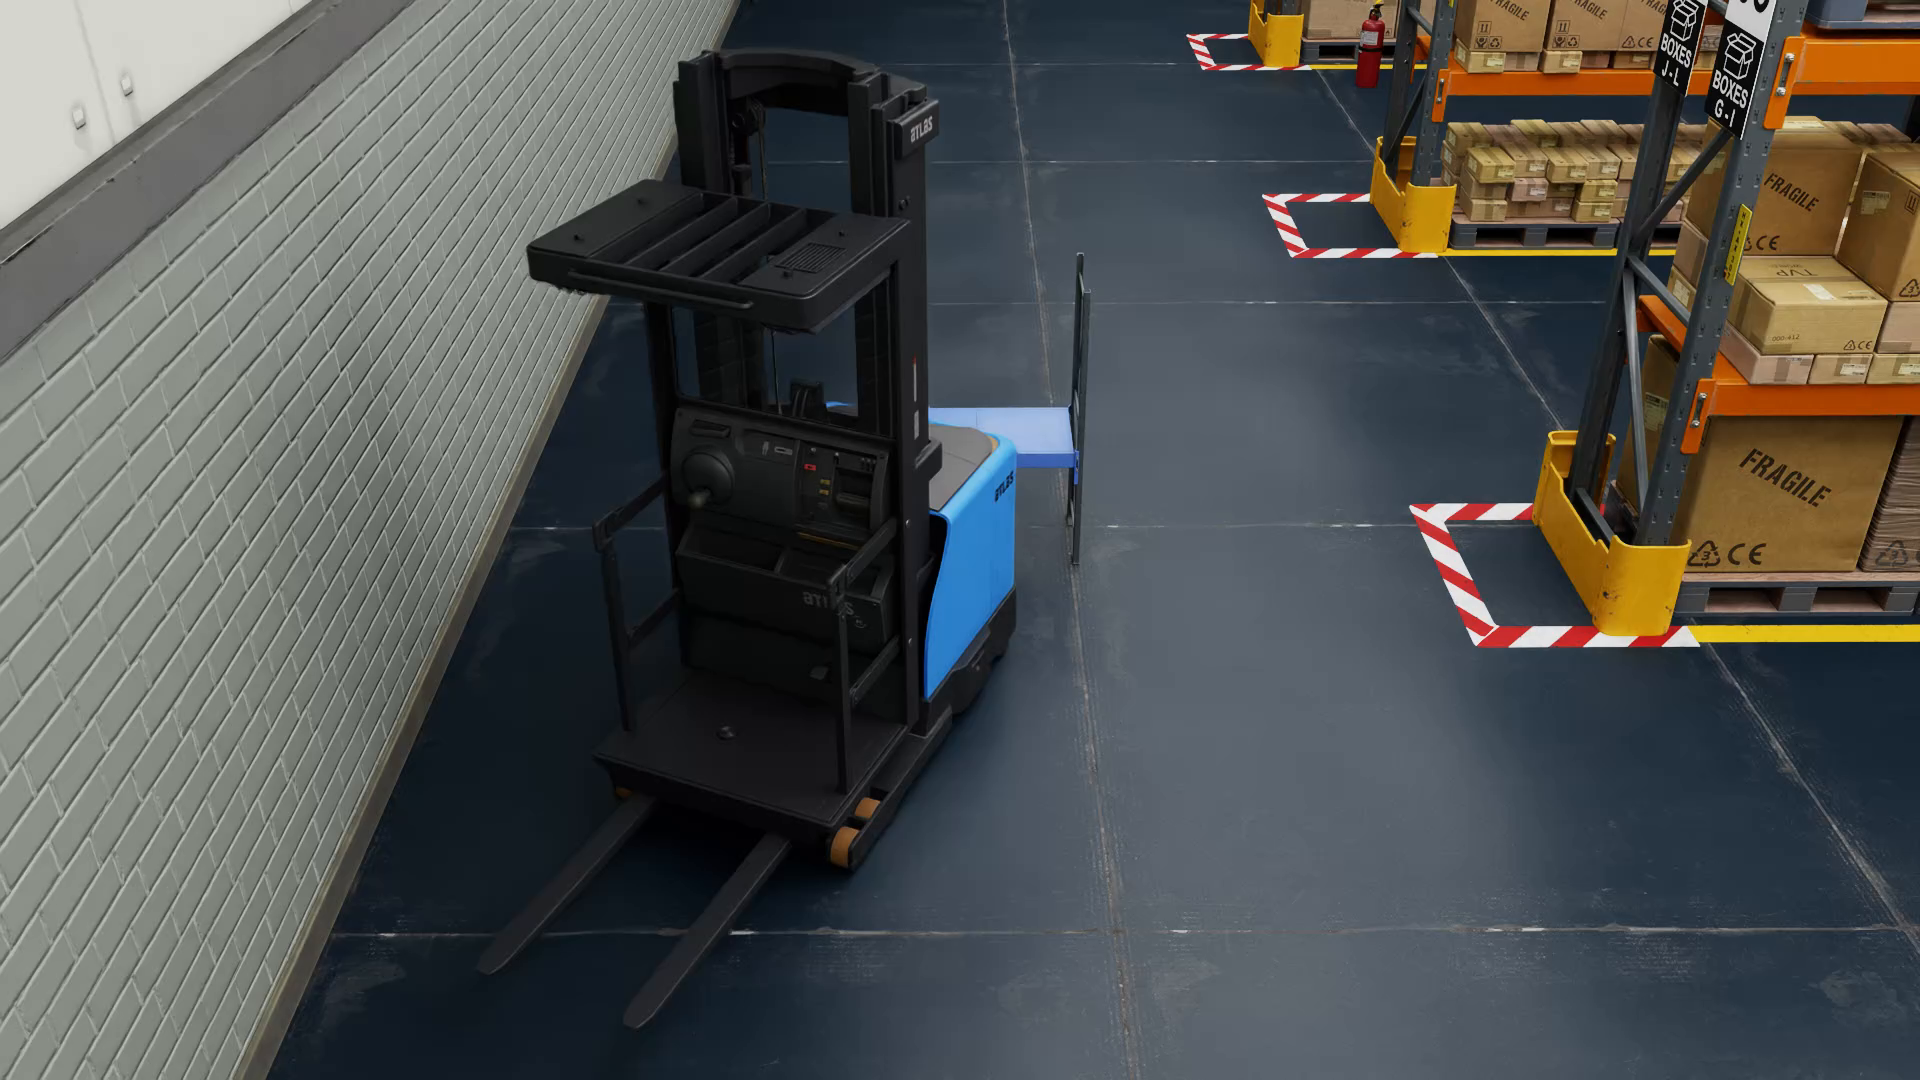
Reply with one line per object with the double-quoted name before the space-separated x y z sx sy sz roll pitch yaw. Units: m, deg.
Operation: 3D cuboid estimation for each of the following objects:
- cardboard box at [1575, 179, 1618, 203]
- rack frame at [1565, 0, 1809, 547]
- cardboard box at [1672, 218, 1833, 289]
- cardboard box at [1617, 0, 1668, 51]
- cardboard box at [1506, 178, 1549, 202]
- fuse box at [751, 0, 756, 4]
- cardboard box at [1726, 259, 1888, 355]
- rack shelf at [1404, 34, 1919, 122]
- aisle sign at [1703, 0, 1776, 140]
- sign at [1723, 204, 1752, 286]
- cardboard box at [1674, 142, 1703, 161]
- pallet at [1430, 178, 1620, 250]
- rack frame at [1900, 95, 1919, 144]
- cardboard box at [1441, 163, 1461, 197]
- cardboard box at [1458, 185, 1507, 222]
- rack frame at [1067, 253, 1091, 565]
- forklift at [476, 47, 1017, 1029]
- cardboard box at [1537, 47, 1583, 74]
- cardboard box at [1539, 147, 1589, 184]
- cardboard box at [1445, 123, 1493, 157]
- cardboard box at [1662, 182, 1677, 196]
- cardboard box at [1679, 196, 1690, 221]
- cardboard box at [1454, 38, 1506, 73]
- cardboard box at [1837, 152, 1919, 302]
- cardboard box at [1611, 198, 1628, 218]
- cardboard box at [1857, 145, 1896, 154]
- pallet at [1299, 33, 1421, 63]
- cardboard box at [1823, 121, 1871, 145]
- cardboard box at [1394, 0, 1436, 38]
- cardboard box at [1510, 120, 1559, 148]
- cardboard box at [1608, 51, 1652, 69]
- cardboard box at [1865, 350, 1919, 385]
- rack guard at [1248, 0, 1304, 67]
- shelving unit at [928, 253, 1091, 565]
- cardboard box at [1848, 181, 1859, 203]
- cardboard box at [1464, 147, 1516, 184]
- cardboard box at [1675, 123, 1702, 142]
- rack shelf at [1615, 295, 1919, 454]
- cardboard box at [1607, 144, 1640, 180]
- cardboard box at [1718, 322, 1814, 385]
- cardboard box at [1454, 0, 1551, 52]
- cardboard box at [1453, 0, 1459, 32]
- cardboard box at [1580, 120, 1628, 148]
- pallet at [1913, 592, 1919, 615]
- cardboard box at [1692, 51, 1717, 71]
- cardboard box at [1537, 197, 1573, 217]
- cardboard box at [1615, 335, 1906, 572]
"cardboard box" 4.642 -2.616 12.227 0.250 0.149 0.380 1 31 1
"rack frame" 3.270 -1.124 7.710 0.127 3.000 1.000 0 31 0
"cardboard box" 3.753 -1.326 7.902 0.500 0.250 0.500 -1 31 -1
"cardboard box" 4.817 -3.735 11.631 0.500 0.500 0.500 0 31 0
"cardboard box" 4.141 -2.625 12.241 0.250 0.149 0.380 0 31 -1
"fuse box" -2.295 -6.774 18.265 0.414 1.711 0.539 0 31 0
"cardboard box" 3.752 -1.048 7.444 0.500 0.250 0.500 -1 31 -2
"rack shelf" 5.341 -3.396 12.148 4.000 0.370 1.077 0 31 0
"aisle sign" 3.200 -2.079 6.779 0.004 0.787 0.394 0 31 0
"sign" 3.267 -1.240 6.991 0.005 0.325 0.100 0 31 0
"cardboard box" 5.434 -2.802 12.247 0.250 0.149 0.380 0 31 0
"pallet" 4.230 -2.489 12.649 1.213 0.211 1.003 0 31 0
"rack frame" 7.341 -3.709 11.972 0.127 3.000 1.000 0 31 0
"cardboard box" 3.866 -2.767 12.763 0.250 0.149 0.380 0 31 1
"cardboard box" 3.867 -2.493 12.311 0.250 0.149 0.380 0 31 1
"rack frame" 0.594 -0.643 8.364 0.032 1.500 0.500 0 31 0
"forklift" -0.788 -0.203 6.259 1.130 2.935 3.031 13 34 20
"cardboard box" 4.191 -3.416 11.730 0.250 0.149 0.380 -1 31 -2
"cardboard box" 4.395 -2.735 12.136 0.250 0.149 0.380 0 31 0
"cardboard box" 3.869 -3.045 12.647 0.250 0.149 0.380 0 31 0
"cardboard box" 5.178 -2.688 12.346 0.250 0.149 0.380 1 31 2
"cardboard box" 5.414 -2.505 12.330 0.250 0.149 0.380 0 31 0
"cardboard box" 3.667 -3.420 11.738 0.250 0.149 0.380 0 31 -1
"cardboard box" 4.252 -1.370 7.252 0.500 0.500 0.500 -1 31 -1
"cardboard box" 4.887 -2.535 12.380 0.250 0.149 0.380 0 31 0
"cardboard box" 6.732 -2.767 12.189 0.250 0.149 0.380 0 31 0
"pallet" 4.009 -5.115 16.977 1.213 0.211 1.003 0 31 0
"cardboard box" 6.720 -3.061 12.673 0.250 0.149 0.380 1 31 2
"cardboard box" 4.785 -5.409 16.839 0.875 0.438 0.875 1 31 1
"cardboard box" 4.379 -3.083 12.709 0.250 0.149 0.380 -1 31 -1
"cardboard box" 4.721 -3.476 11.829 0.250 0.149 0.380 0 31 -1
"cardboard box" 4.140 -0.849 7.500 0.250 0.149 0.380 -1 31 -1
"rack guard" 3.186 -5.195 16.831 0.348 0.500 1.175 0 31 0
"shelving unit" 0.085 -0.641 8.361 1.048 1.500 0.538 0 31 0
"cardboard box" 6.490 -2.614 12.224 0.250 0.149 0.380 -1 31 -2
"cardboard box" 3.867 -2.737 12.140 0.250 0.149 0.380 -2 31 -3
"cardboard box" 5.433 -3.039 12.637 0.250 0.149 0.380 0 31 0
"rack shelf" 5.270 -0.822 7.907 4.000 0.370 1.077 0 31 0
"cardboard box" 4.920 -2.775 12.201 0.250 0.149 0.380 1 31 2
"cardboard box" 3.627 -0.846 7.495 0.250 0.149 0.380 0 31 0
"cardboard box" 3.792 -3.725 11.614 0.500 0.500 0.500 1 31 2
"cardboard box" 3.789 -4.002 12.071 0.500 0.500 0.500 0 31 1
"cardboard box" 4.907 -3.080 12.705 0.250 0.149 0.380 1 31 2
"pallet" 5.286 0.023 8.509 1.213 0.211 1.003 0 31 0
"cardboard box" 5.227 -3.452 11.790 0.250 0.149 0.380 1 31 2
"cardboard box" 4.377 -2.541 12.390 0.250 0.149 0.380 0 31 0
"cardboard box" 3.910 -0.438 8.224 0.875 0.875 0.875 0 31 0
